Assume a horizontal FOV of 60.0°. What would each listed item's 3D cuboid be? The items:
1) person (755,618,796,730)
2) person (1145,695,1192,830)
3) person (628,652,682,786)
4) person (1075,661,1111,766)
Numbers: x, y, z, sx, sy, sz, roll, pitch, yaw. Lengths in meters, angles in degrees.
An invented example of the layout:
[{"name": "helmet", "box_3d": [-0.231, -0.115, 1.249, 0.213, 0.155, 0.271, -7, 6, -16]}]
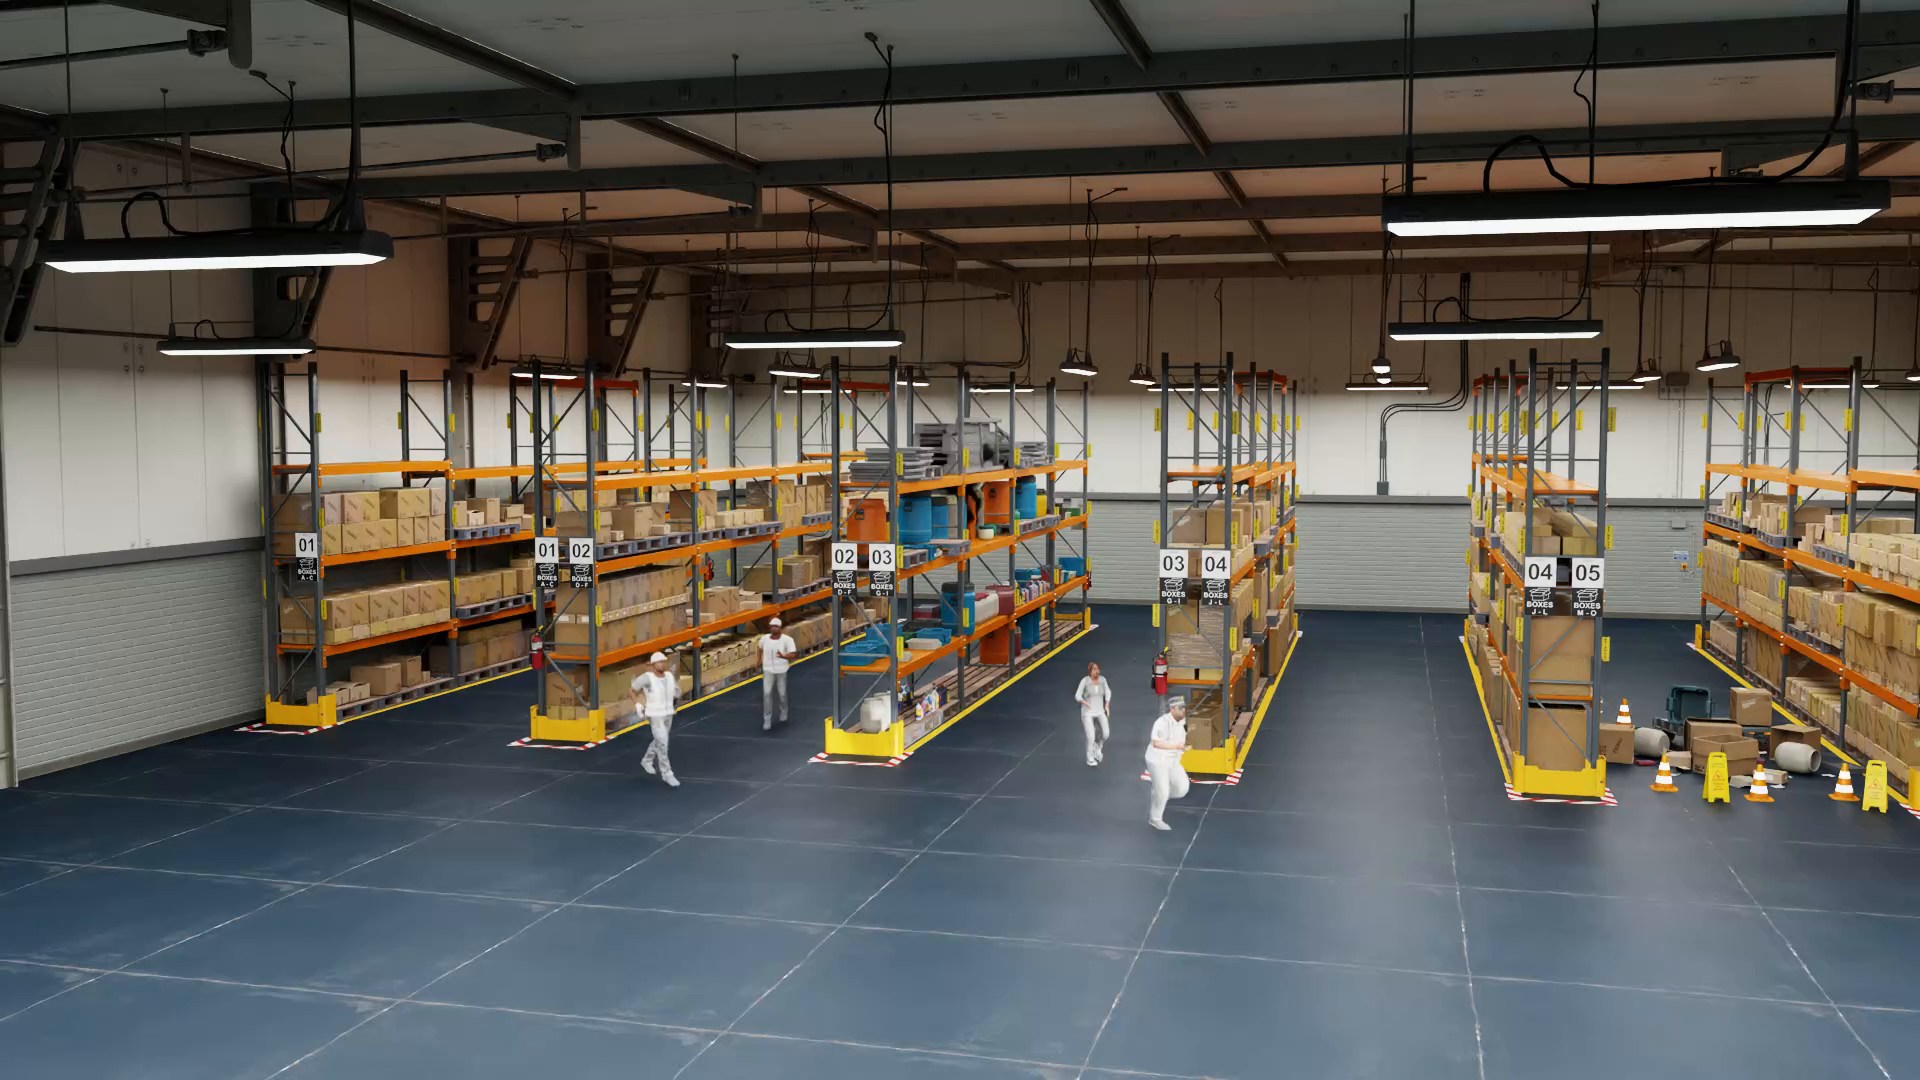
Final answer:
[{"name": "person", "box_3d": [-3.033, 2.166, 27.356, 0.692, 1.781, 0.922, 0, 4, 4]}, {"name": "person", "box_3d": [2.588, 2.730, 20.386, 0.648, 1.715, 0.718, -3, 5, -39]}, {"name": "person", "box_3d": [-4.180, 2.459, 23.143, 0.934, 1.803, 0.678, 3, 5, 37]}, {"name": "person", "box_3d": [1.955, 2.570, 24.107, 0.566, 1.448, 0.566, -1, 4, -13]}]
